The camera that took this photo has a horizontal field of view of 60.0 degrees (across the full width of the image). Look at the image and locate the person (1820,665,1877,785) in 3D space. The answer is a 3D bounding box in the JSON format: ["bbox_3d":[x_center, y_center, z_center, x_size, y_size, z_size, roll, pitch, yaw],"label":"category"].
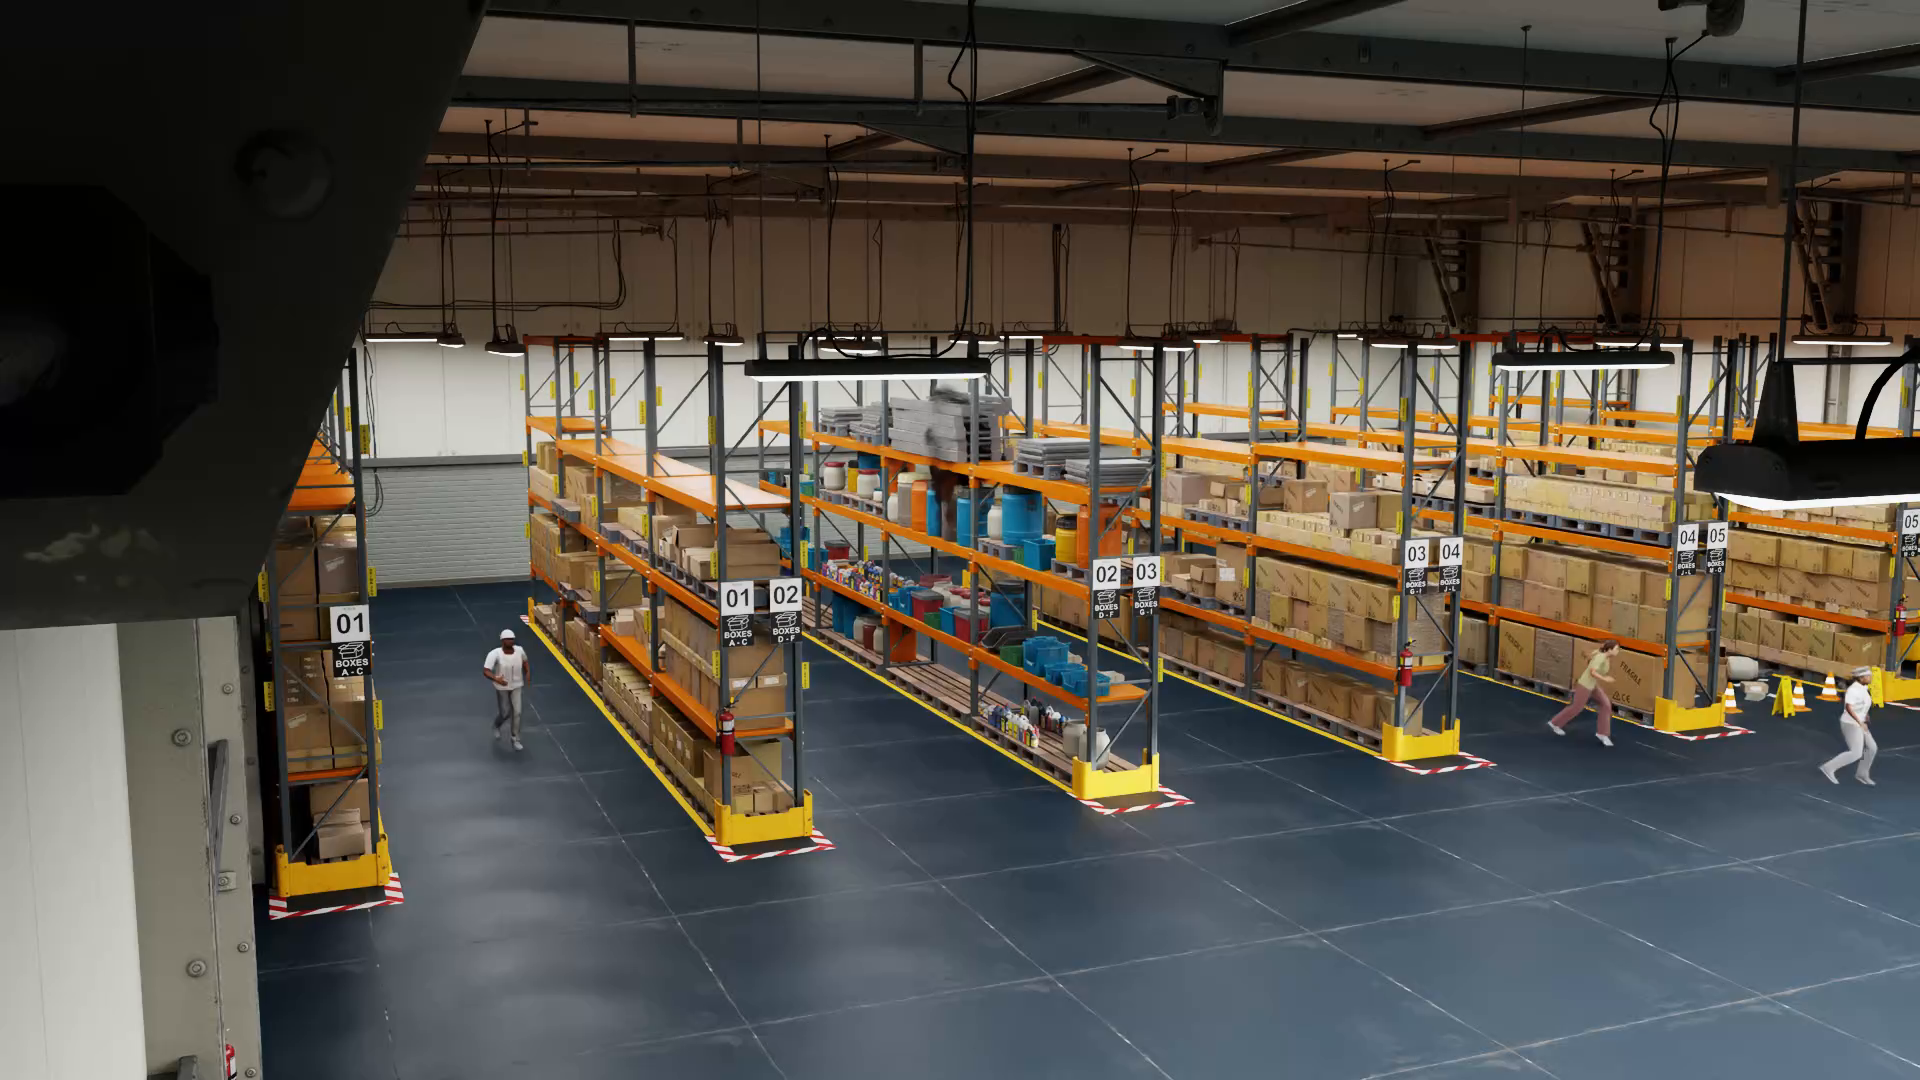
[{"bbox_3d":[12.149,2.539,22.640,0.671,1.691,0.809,5,9,32],"label":"person"}]

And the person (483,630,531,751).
[{"bbox_3d":[-6.692,2.193,24.654,0.725,1.767,0.800,-5,9,-35],"label":"person"}]

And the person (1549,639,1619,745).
[{"bbox_3d":[9.371,2.255,24.992,0.960,1.626,0.619,4,9,30],"label":"person"}]

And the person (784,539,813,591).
[{"bbox_3d":[-3.818,0.369,38.753,0.771,1.709,0.579,-2,8,-18],"label":"person"}]
